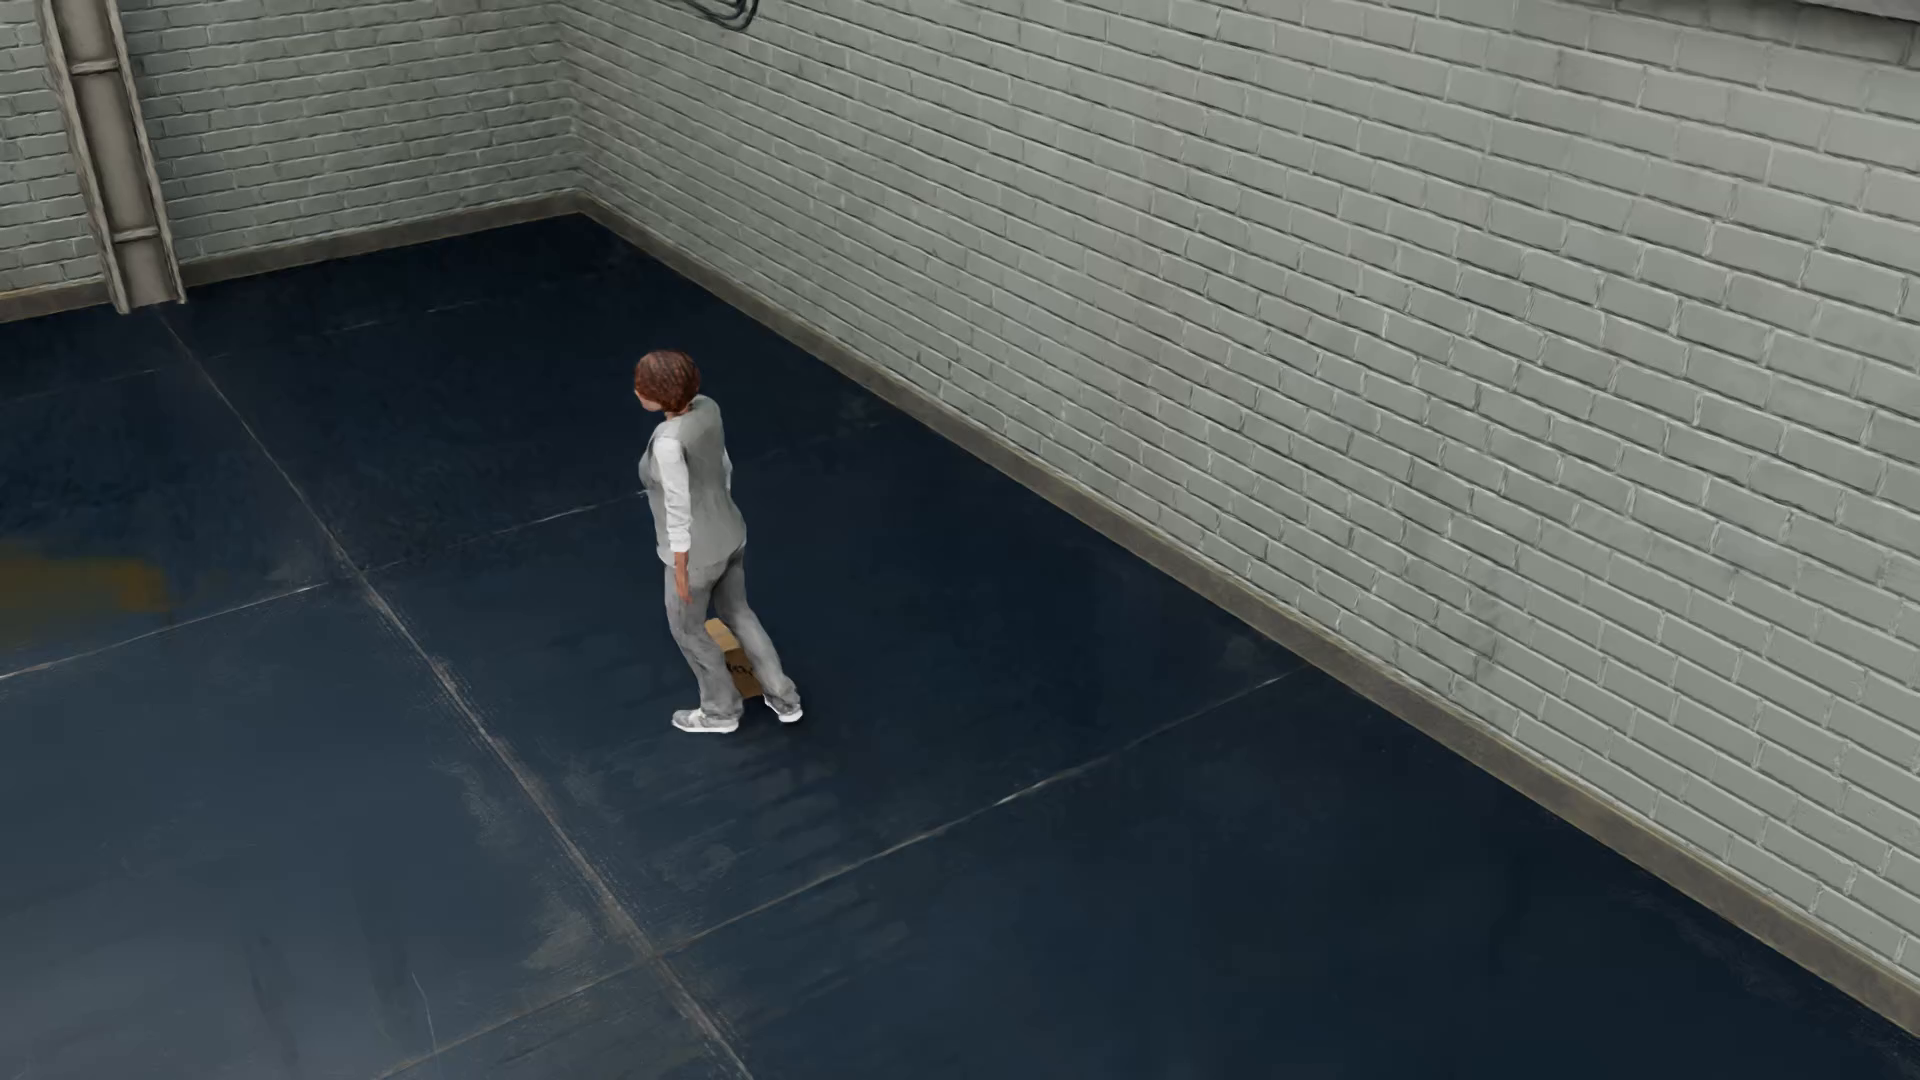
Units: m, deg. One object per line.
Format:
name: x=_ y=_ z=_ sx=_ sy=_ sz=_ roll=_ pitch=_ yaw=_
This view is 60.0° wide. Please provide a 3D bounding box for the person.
person: x=-0.872 y=0.154 z=6.104 sx=0.488 sy=1.214 sz=0.436 roll=10 pitch=31 yaw=17
